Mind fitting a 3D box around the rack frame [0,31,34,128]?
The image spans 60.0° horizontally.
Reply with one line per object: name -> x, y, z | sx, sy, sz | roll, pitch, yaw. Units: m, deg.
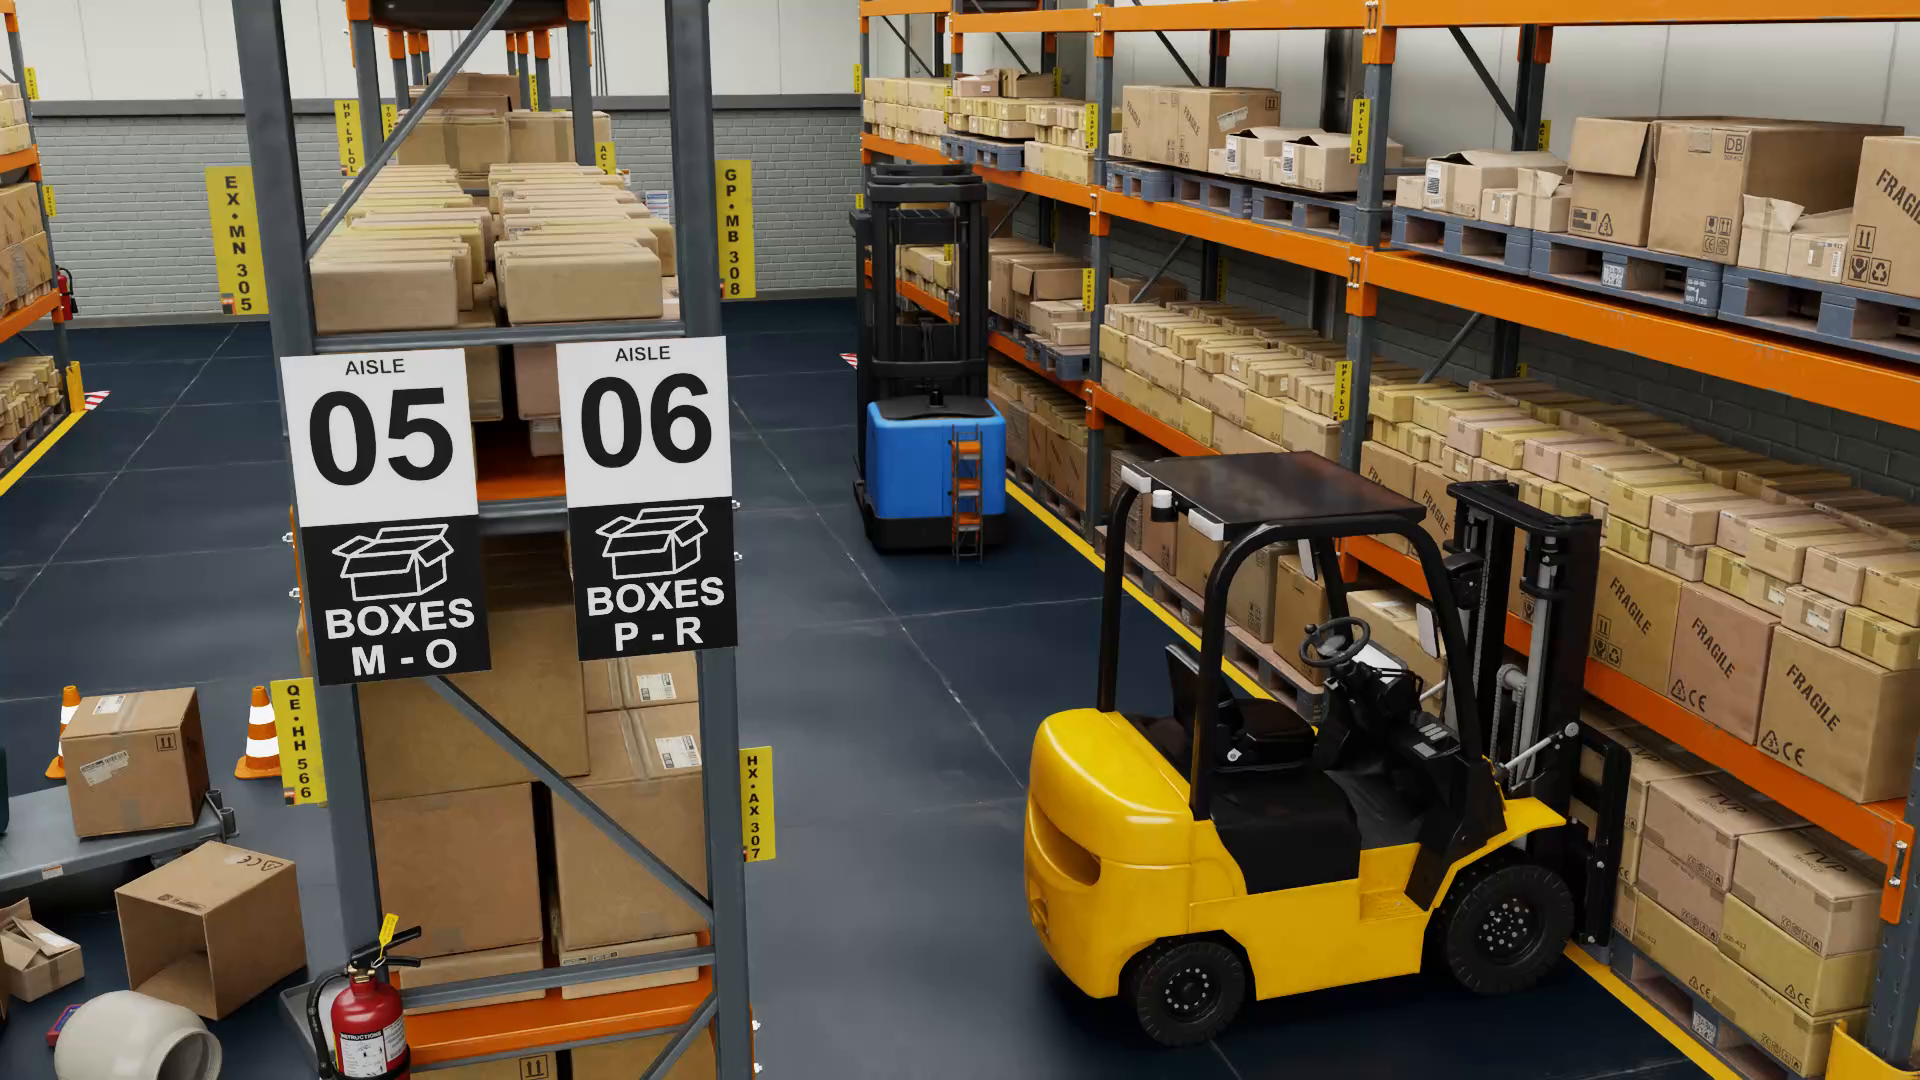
rack frame -> -10.193, -5.721, 16.855 | 1.000, 3.000, 0.127 | -5, 17, -15

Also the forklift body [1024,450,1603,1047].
forklift body -> 1.432, 0.791, 7.079 | 2.313, 2.155, 1.214 | -5, 17, -15

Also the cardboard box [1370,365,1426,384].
cardboard box -> 2.626, -0.961, 10.137 | 0.380, 0.149, 0.250 | -5, 17, -15

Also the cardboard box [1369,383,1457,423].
cardboard box -> 2.410, -0.731, 8.852 | 0.380, 0.149, 0.250 | -4, 17, -14

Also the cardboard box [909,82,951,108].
cardboard box -> -0.240, -4.702, 17.551 | 0.500, 0.250, 0.500 | -4, 17, -14

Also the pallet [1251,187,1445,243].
pallet -> 2.353, -1.929, 9.779 | 0.805, 0.209, 1.217 | -5, 18, -17

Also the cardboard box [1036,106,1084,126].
cardboard box -> 0.844, -3.507, 13.749 | 0.380, 0.149, 0.250 | -5, 17, -16

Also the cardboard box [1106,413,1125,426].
cardboard box -> 1.472, -1.069, 14.285 | 0.380, 0.149, 0.250 | -4, 17, -15

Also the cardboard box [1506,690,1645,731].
cardboard box -> 2.854, 0.879, 7.623 | 0.500, 0.250, 0.500 | -5, 17, -16

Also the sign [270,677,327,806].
sign -> -1.604, 0.491, 4.041 | 0.100, 0.325, 0.005 | -5, 17, -15

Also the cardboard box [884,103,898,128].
cardboard box -> -0.543, -4.742, 18.554 | 0.500, 0.250, 0.500 | -5, 17, -17

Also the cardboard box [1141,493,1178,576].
cardboard box -> 1.854, -0.158, 12.161 | 0.875, 0.625, 0.625 | -4, 17, -13

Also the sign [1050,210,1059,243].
sign -> 0.942, -3.153, 16.723 | 0.100, 0.325, 0.005 | -5, 17, -15

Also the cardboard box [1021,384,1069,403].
cardboard box -> 0.773, -1.320, 15.119 | 0.380, 0.149, 0.250 | -5, 17, -15

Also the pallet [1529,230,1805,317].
pallet -> 3.199, -1.165, 7.055 | 1.003, 0.211, 1.213 | -5, 17, -15

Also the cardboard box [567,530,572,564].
cardboard box -> -1.508, 0.250, 6.714 | 0.500, 0.500, 0.500 | -4, 17, -14

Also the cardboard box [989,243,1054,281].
cardboard box -> 0.469, -2.508, 15.685 | 0.700, 0.500, 0.500 | -5, 17, -15

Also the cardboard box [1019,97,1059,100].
cardboard box -> 0.773, -4.050, 15.523 | 0.380, 0.149, 0.250 | -5, 17, -16

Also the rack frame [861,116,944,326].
rack frame -> -0.690, -3.660, 20.424 | 1.000, 3.000, 0.127 | -5, 17, -15

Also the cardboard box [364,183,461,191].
cardboard box -> -2.065, -1.250, 6.236 | 0.380, 0.149, 0.250 | -5, 18, -17

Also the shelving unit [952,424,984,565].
shelving unit -> 0.058, -0.349, 12.790 | 0.215, 1.050, 0.252 | -2, 17, -8

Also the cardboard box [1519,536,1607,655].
cardboard box -> 2.896, 0.178, 7.472 | 0.500, 0.500, 0.500 | -5, 17, -15

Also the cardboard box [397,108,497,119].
cardboard box -> -2.747, -2.184, 8.956 | 0.500, 0.250, 0.500 | -4, 17, -14

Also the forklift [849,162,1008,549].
forklift -> -0.341, -1.713, 14.059 | 1.130, 2.935, 3.031 | -2, 17, -8

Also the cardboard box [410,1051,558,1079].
cardboard box -> -1.536, 1.714, 5.277 | 0.500, 0.500, 0.500 | -5, 17, -15

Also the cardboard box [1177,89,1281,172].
cardboard box -> 1.753, -2.680, 10.868 | 0.500, 0.500, 0.500 | -4, 17, -14

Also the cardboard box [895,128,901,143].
cardboard box -> -0.498, -4.438, 18.237 | 0.380, 0.149, 0.250 | -5, 17, -15

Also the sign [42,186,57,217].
sign -> -9.654, -3.592, 17.634 | 0.100, 0.325, 0.005 | -5, 17, -15

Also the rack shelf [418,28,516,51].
rack shelf -> -4.912, -5.051, 16.570 | 1.077, 0.370, 4.000 | -5, 17, -15

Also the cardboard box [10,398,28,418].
cardboard box -> -9.320, -1.270, 16.175 | 0.380, 0.149, 0.250 | -5, 17, -15

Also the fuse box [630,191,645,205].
fuse box -> -4.974, -4.334, 24.904 | 0.539, 1.711, 0.414 | -5, 17, -15

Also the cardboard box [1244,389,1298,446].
cardboard box -> 2.078, -0.766, 10.180 | 0.500, 0.250, 0.500 | -5, 17, -17

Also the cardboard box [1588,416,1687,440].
cardboard box -> 3.282, -0.495, 8.069 | 0.380, 0.149, 0.250 | -5, 17, -16

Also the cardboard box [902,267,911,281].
cardboard box -> -0.465, -2.996, 18.649 | 0.380, 0.149, 0.250 | -4, 17, -14

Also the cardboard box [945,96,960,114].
cardboard box -> 0.069, -4.144, 15.837 | 0.380, 0.149, 0.250 | -4, 17, -14

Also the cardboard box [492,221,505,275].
cardboard box -> -1.518, -1.072, 6.337 | 0.500, 0.250, 0.500 | -5, 17, -16

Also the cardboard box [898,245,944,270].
cardboard box -> -0.382, -3.165, 18.519 | 0.500, 0.250, 0.500 | -5, 17, -17

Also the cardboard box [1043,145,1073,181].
cardboard box -> 0.995, -3.074, 13.519 | 0.500, 0.250, 0.500 | -5, 17, -15

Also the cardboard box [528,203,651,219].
cardboard box -> -1.211, -1.011, 5.442 | 0.380, 0.149, 0.250 | -4, 17, -14

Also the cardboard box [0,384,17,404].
cardboard box -> -9.395, -1.408, 16.117 | 0.380, 0.149, 0.250 | -5, 17, -15

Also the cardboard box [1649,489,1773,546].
cardboard box -> 3.035, -0.092, 6.727 | 0.380, 0.149, 0.250 | -4, 17, -14

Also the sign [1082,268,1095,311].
sign -> 0.989, -1.919, 12.750 | 0.100, 0.325, 0.005 | -5, 17, -15

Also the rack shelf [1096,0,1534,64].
rack shelf -> 2.058, -3.231, 10.513 | 1.077, 0.370, 4.000 | -5, 17, -15

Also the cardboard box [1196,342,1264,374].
cardboard box -> 1.773, -1.195, 10.915 | 0.380, 0.149, 0.250 | -5, 17, -17

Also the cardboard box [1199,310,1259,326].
cardboard box -> 1.984, -1.592, 12.237 | 0.380, 0.149, 0.250 | -5, 17, -15

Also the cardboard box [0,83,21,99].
cardboard box -> -9.820, -4.574, 16.950 | 0.380, 0.149, 0.250 | -5, 17, -16

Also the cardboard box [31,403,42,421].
cardboard box -> -9.480, -1.278, 16.720 | 0.380, 0.149, 0.250 | -6, 18, -18

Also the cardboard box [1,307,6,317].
cardboard box -> -9.474, -2.224, 16.079 | 0.380, 0.149, 0.250 | -4, 17, -14

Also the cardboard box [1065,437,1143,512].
cardboard box -> 1.185, -0.552, 13.689 | 0.500, 0.500, 0.500 | -4, 17, -14

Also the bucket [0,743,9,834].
bucket -> -4.641, 1.167, 7.402 | 0.726, 0.611, 0.620 | 1, 7, 4

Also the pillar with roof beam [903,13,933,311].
pillar with roof beam -> -4.704, -7.010, 21.148 | 9.100, 9.000, 0.400 | -5, 17, -15

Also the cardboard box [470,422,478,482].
cardboard box -> -1.432, -0.234, 4.240 | 0.380, 0.149, 0.250 | -5, 17, -15

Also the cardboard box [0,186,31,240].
cardboard box -> -9.689, -3.270, 16.695 | 0.500, 0.500, 0.500 | -5, 18, -17

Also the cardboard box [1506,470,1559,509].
cardboard box -> 2.766, -0.234, 7.717 | 0.380, 0.149, 0.250 | -5, 18, -17

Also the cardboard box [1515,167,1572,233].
cardboard box -> 2.723, -1.528, 7.440 | 0.396, 0.266, 0.258 | -5, 17, -17

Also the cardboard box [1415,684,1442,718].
cardboard box -> 2.584, 0.833, 8.647 | 0.500, 0.250, 0.500 | -5, 17, -16

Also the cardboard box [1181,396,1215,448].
cardboard box -> 1.818, -0.809, 11.191 | 0.500, 0.250, 0.500 | -4, 17, -13

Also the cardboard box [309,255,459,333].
cardboard box -> -1.442, -0.610, 4.104 | 0.380, 0.149, 0.250 | -5, 17, -15
